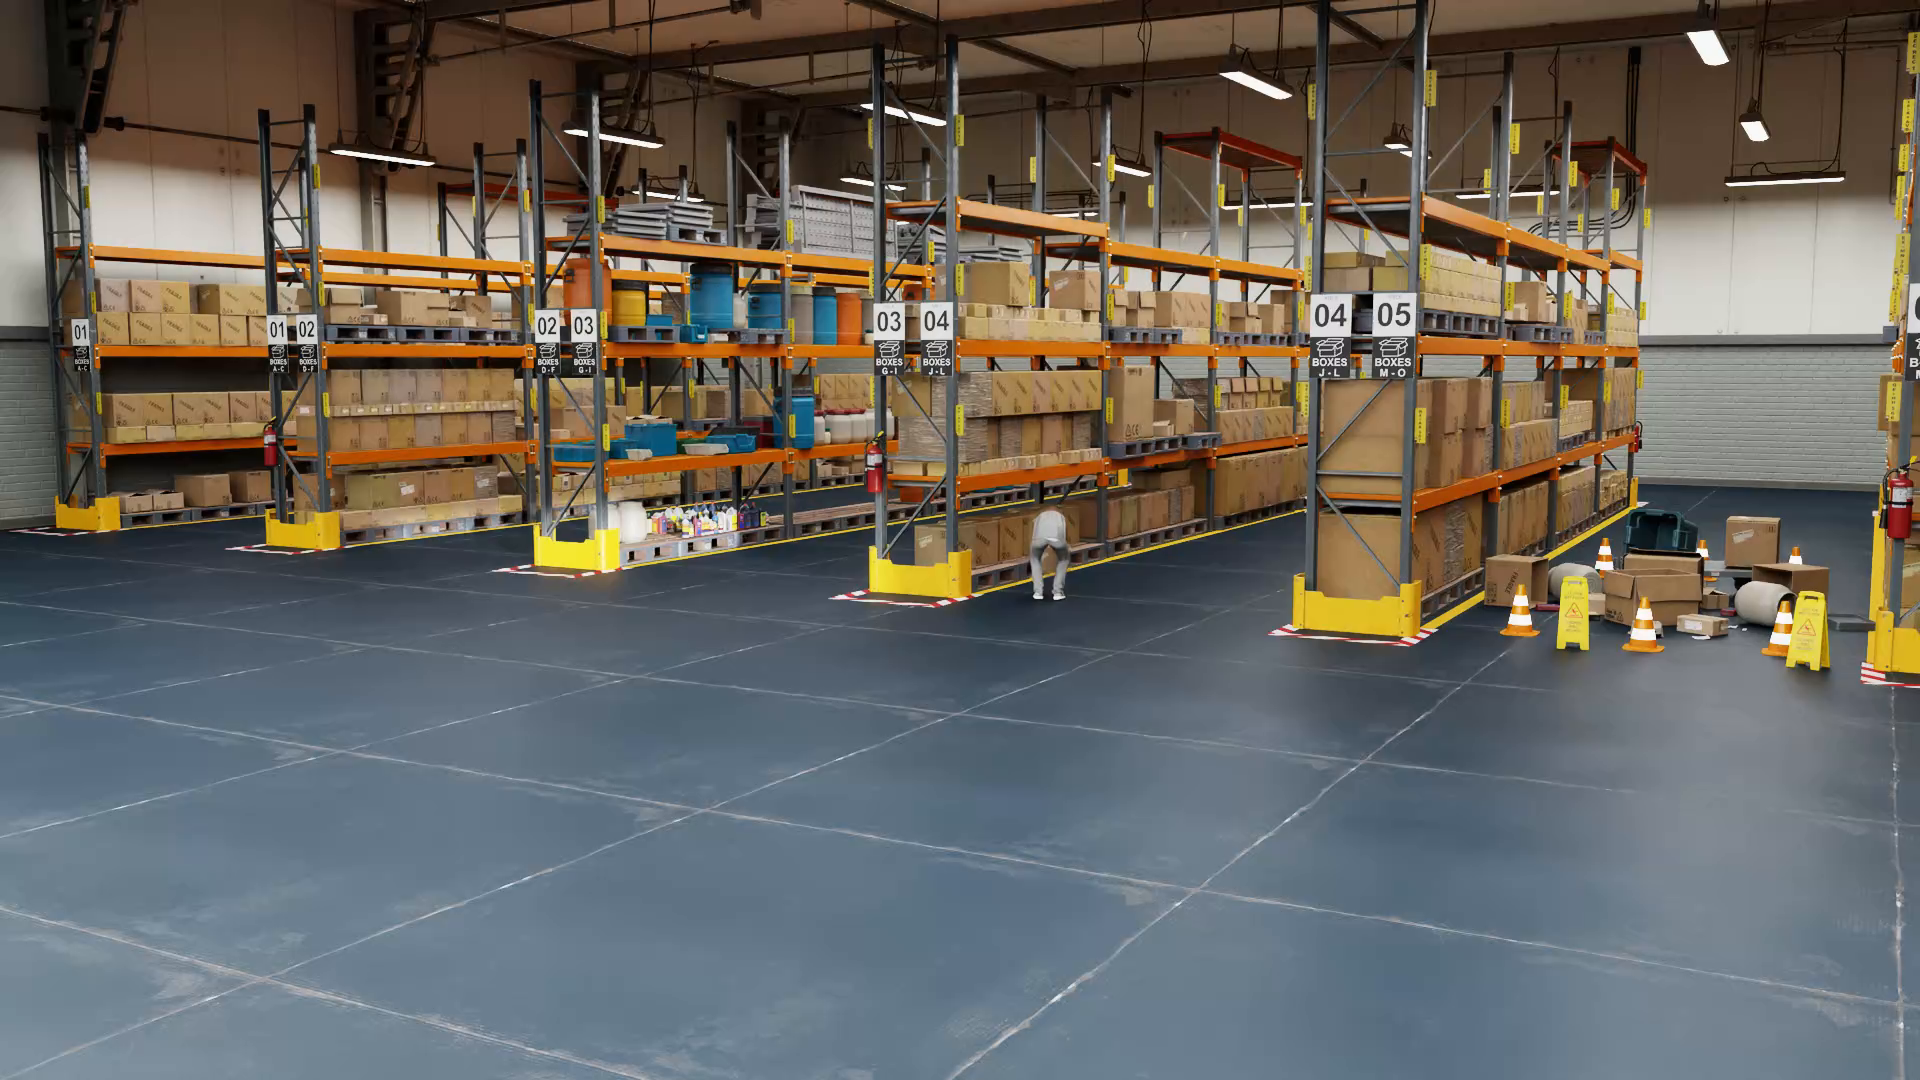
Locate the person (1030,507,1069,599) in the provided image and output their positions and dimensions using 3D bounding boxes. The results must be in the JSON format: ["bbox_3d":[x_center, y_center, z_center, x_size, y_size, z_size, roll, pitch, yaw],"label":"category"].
[{"bbox_3d":[0.982,0.149,18.155,0.423,0.960,0.862,1,6,7],"label":"person"}]
